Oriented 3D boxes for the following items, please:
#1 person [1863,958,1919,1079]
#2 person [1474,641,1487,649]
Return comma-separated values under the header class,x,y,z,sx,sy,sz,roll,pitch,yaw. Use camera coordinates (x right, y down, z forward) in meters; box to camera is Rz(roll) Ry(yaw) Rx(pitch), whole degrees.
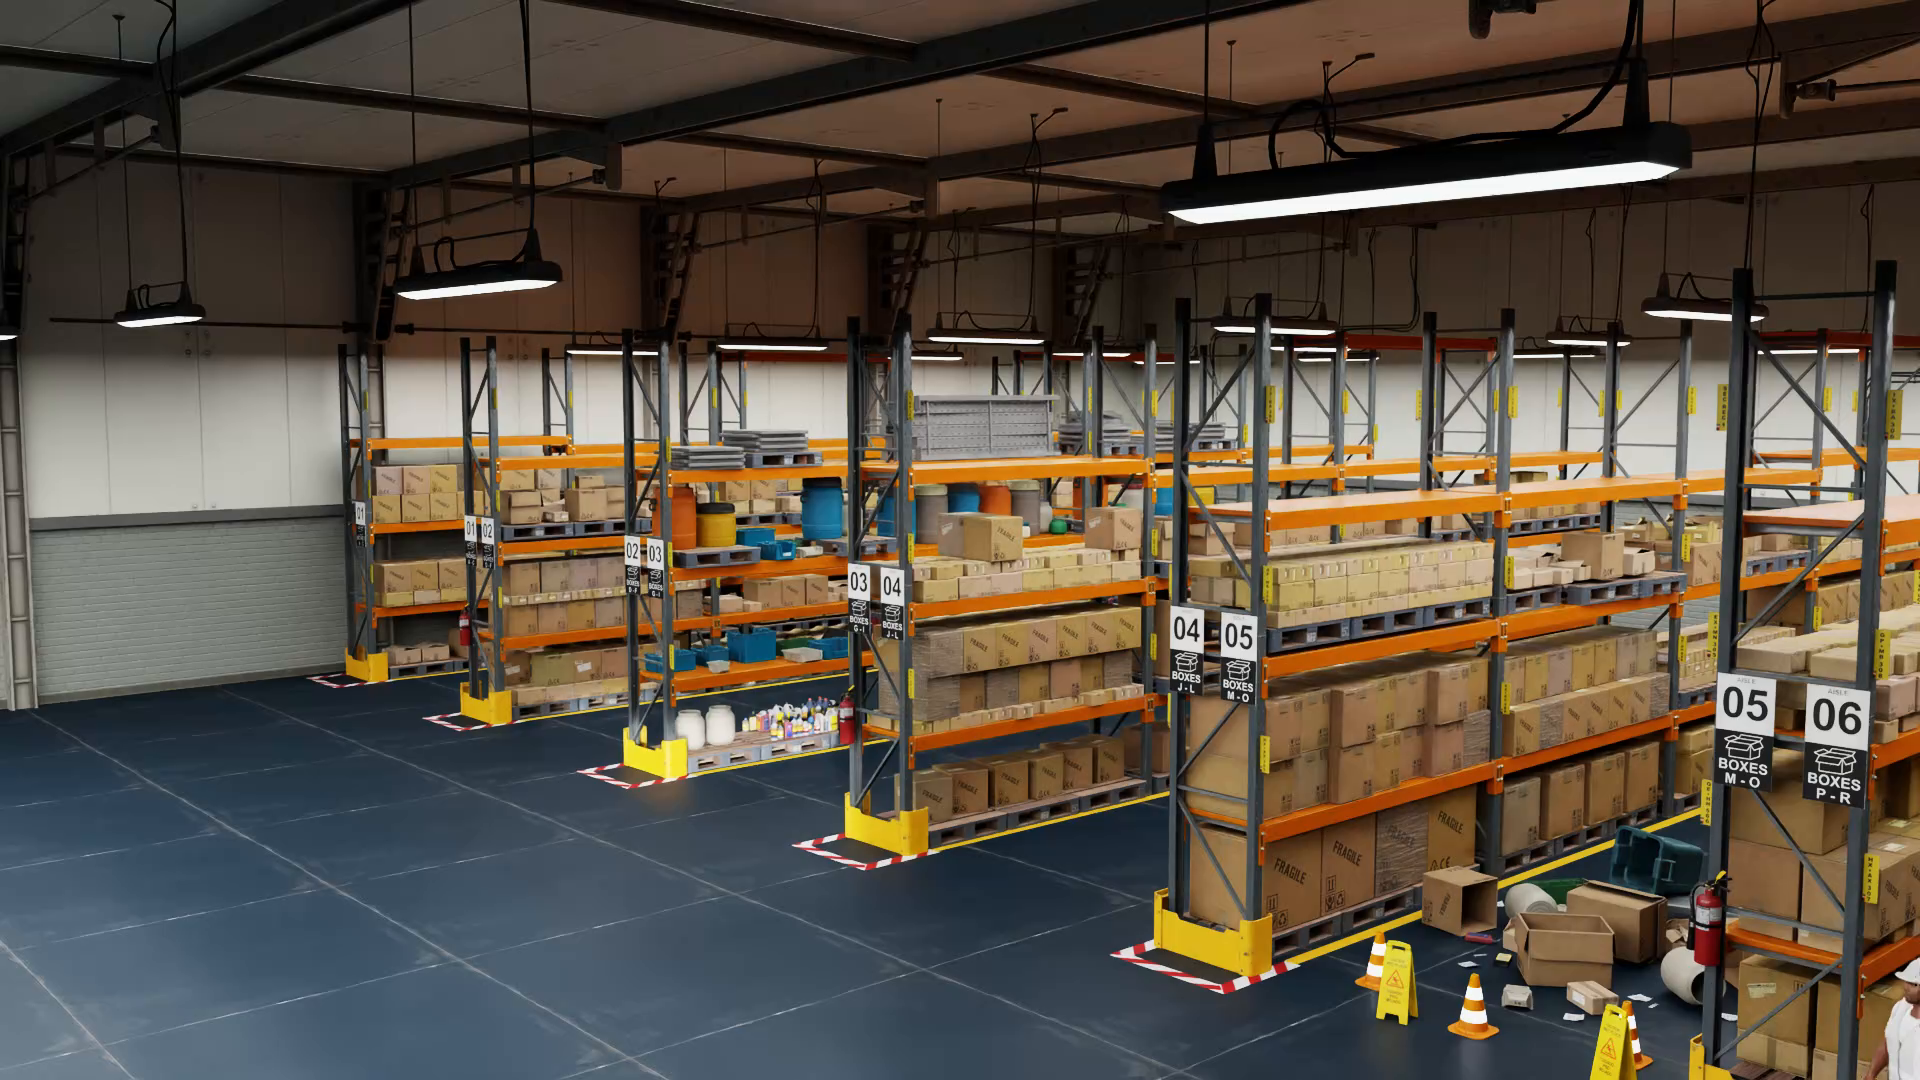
class,x,y,z,sx,sy,sz,roll,pitch,yaw
person,5.740,3.384,10.139,1.080,1.701,0.599,0,5,-3
person,7.331,2.232,23.530,0.575,1.626,1.056,5,7,44
